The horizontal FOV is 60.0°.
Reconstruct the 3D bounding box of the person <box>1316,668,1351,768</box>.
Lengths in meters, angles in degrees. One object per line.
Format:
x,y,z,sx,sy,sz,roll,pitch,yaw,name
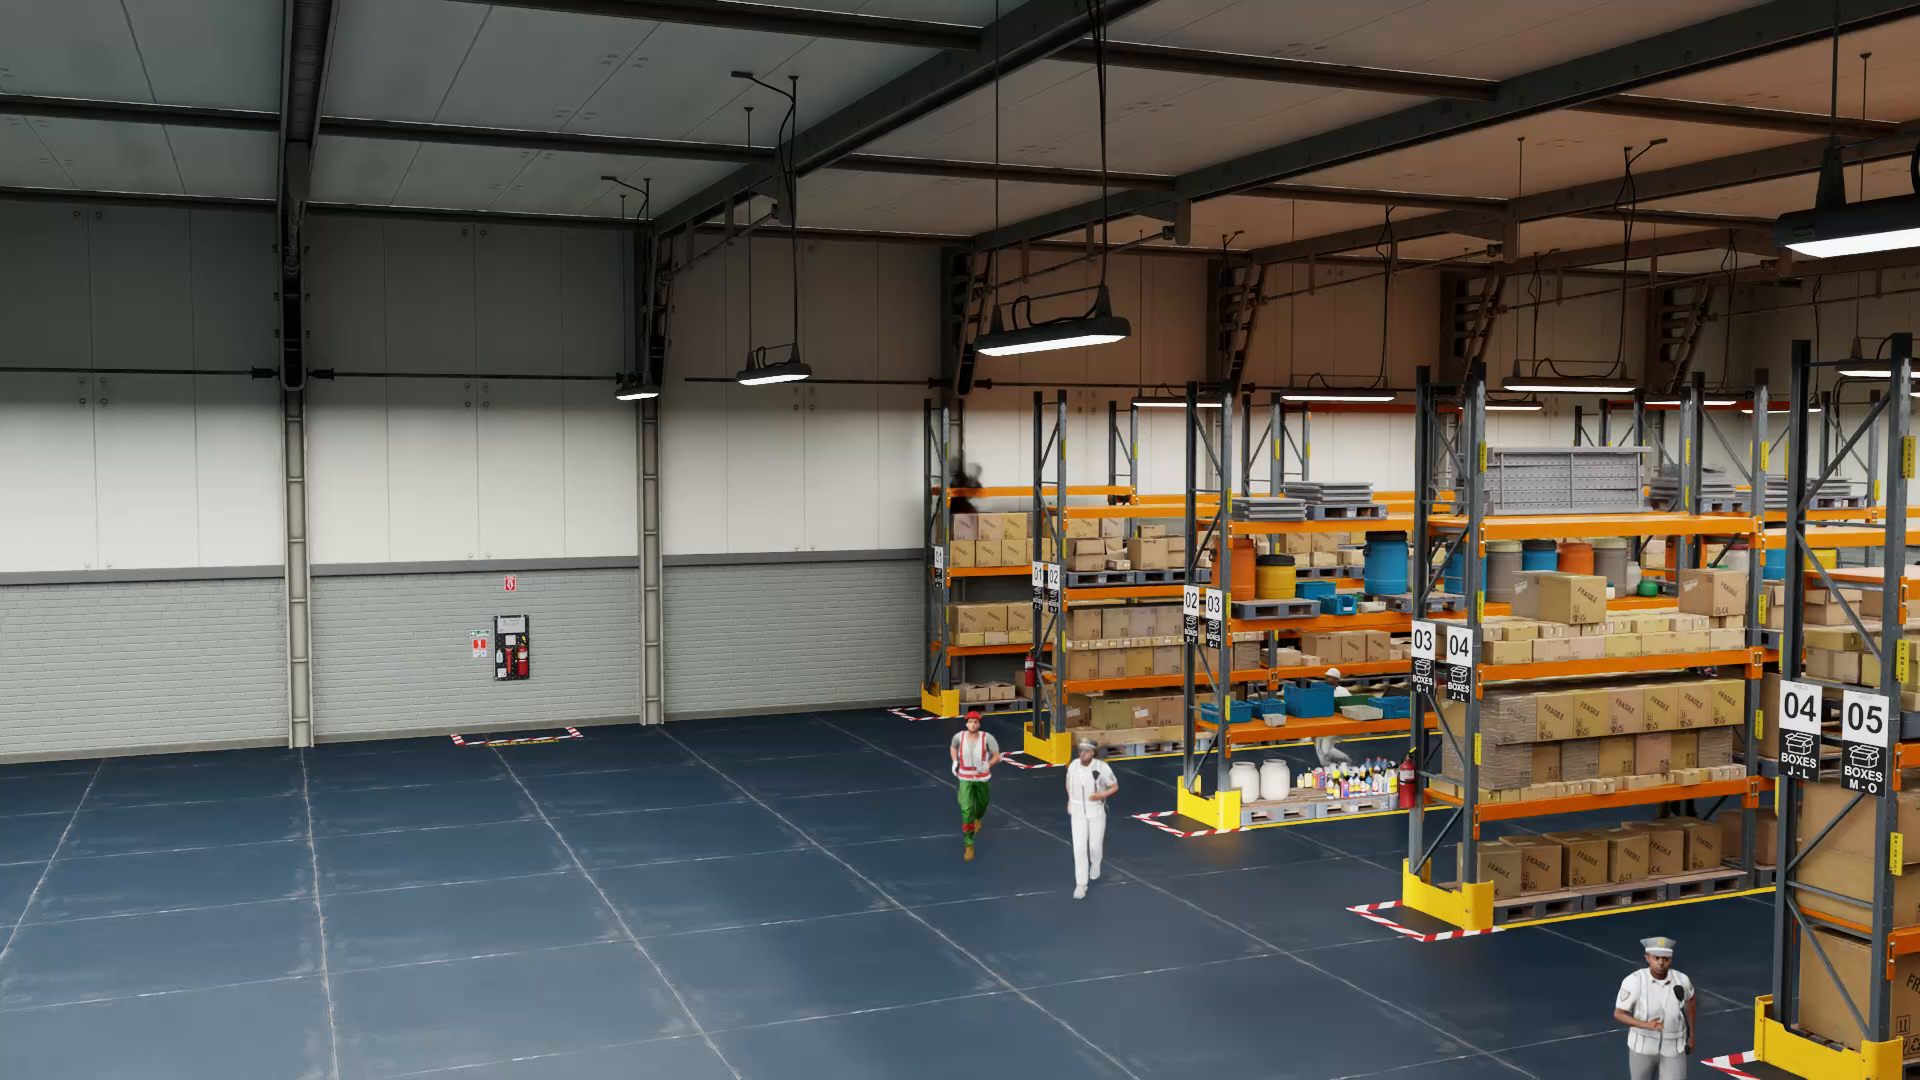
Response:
5.658,2.810,25.368,0.605,1.718,0.696,-2,4,-28,person

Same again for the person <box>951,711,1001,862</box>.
0.199,3.039,21.019,0.623,1.790,1.172,0,3,-2,person

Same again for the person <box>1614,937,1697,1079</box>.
4.893,3.623,11.707,0.579,1.740,0.817,1,3,16,person

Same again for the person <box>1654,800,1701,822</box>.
9.127,3.078,21.294,1.045,1.739,0.715,-2,4,-25,person

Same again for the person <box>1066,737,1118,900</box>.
1.503,3.152,19.159,0.647,1.802,0.910,1,3,15,person
